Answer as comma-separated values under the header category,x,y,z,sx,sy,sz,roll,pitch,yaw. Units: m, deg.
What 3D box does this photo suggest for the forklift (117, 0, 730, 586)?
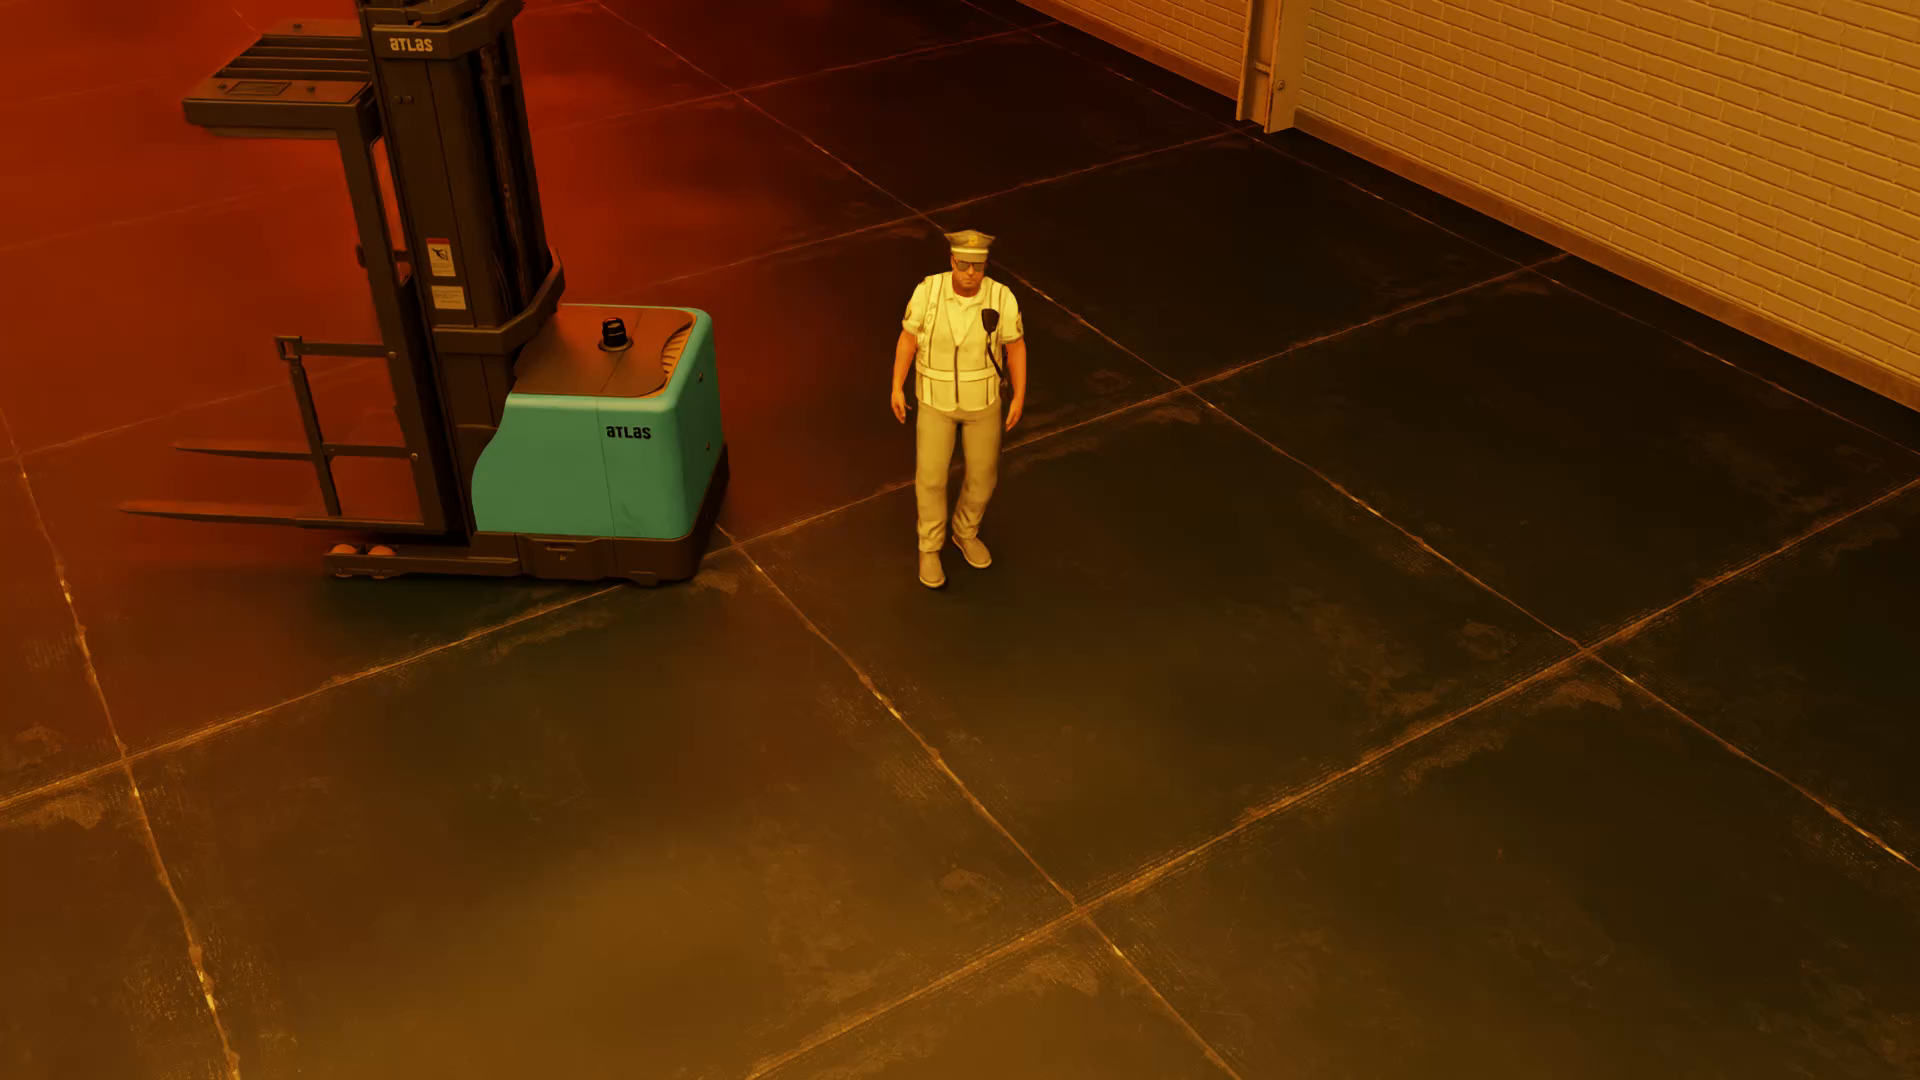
category,x,y,z,sx,sy,sz,roll,pitch,yaw
forklift,-2.798,-1.302,8.000,3.031,2.935,1.130,2,35,4

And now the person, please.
category,x,y,z,sx,sy,sz,roll,pitch,yaw
person,-0.011,-0.642,8.077,0.659,1.764,0.608,1,35,2
